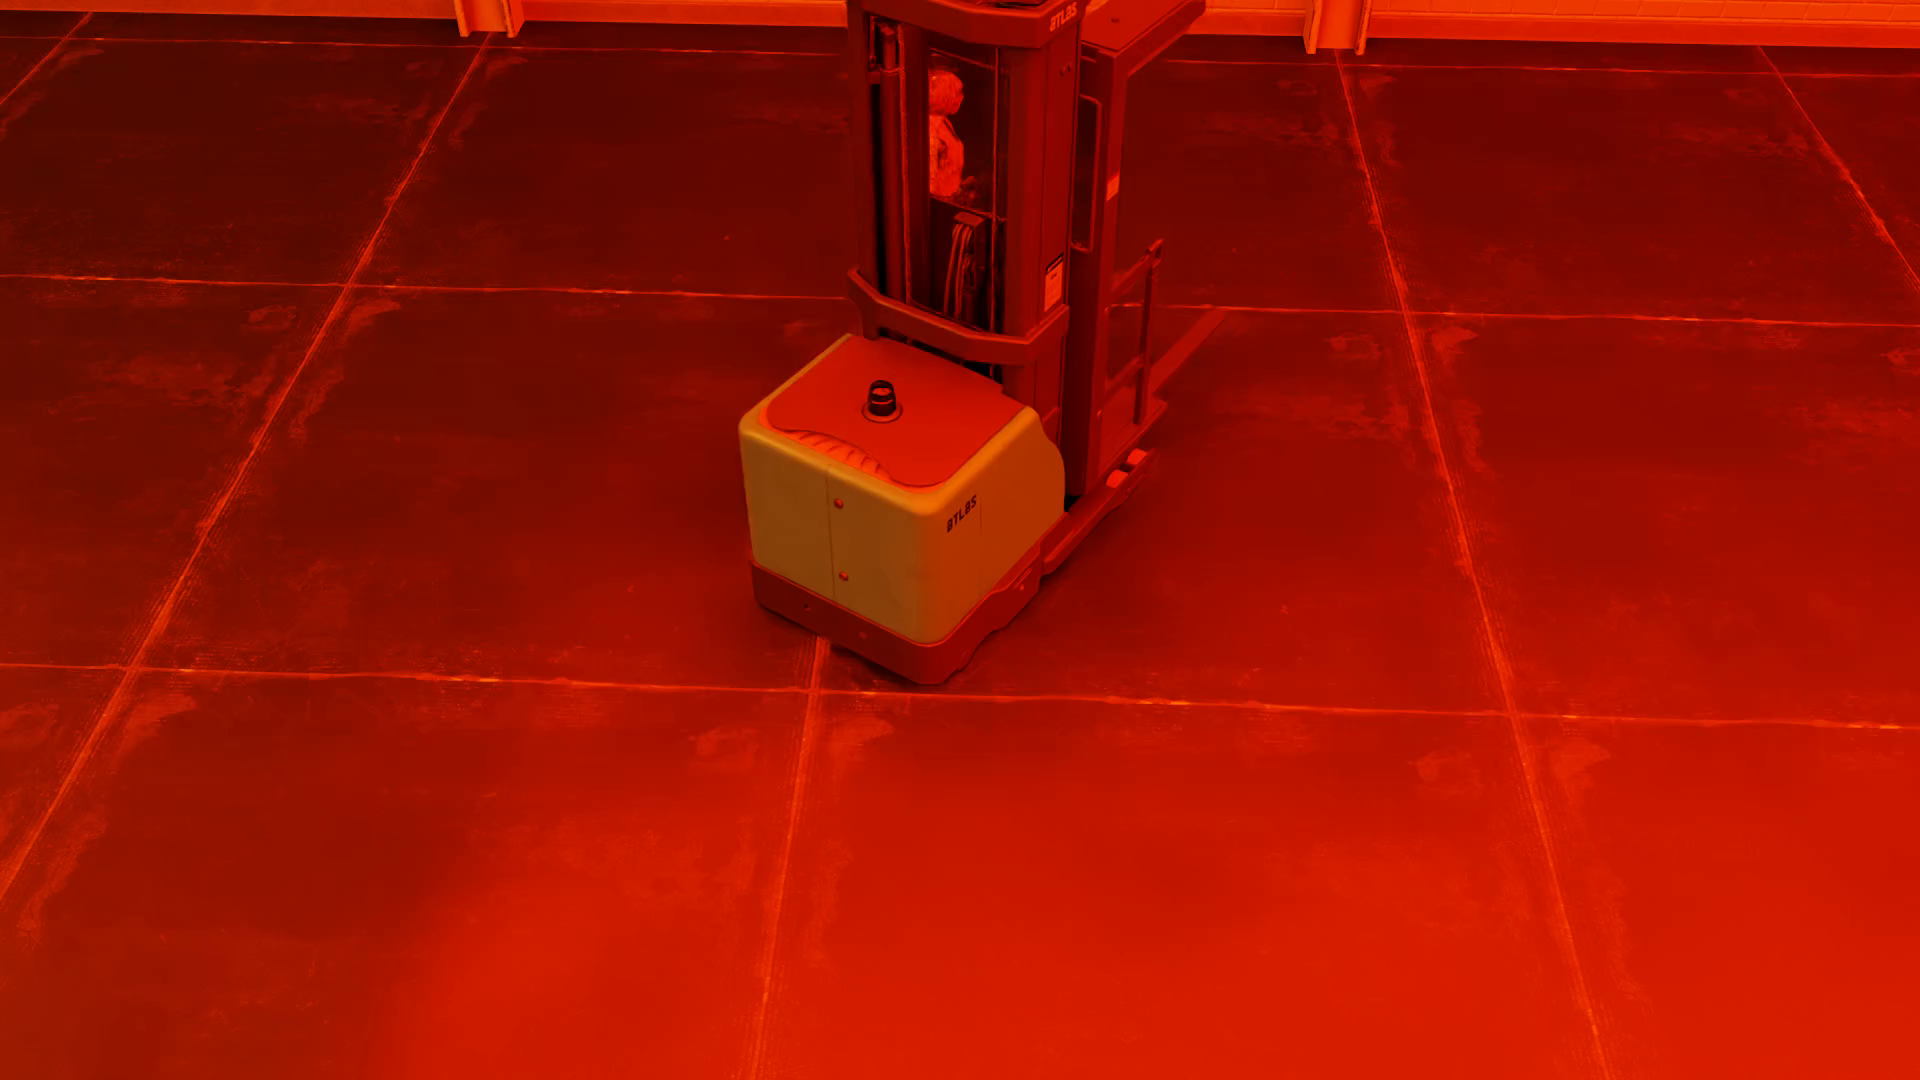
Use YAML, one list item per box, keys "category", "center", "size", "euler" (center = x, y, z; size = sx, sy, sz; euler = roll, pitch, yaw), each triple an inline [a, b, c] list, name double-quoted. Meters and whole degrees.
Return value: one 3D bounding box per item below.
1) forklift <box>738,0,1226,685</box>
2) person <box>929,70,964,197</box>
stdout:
- category: "forklift"
  center: [0.303, -1.422, 7.300]
  size: [1.130, 2.935, 3.031]
  euler: [25, 48, 24]
- category: "person"
  center: [-0.050, -1.676, 8.583]
  size: [0.449, 1.579, 0.595]
  euler: [-2, 42, -2]
